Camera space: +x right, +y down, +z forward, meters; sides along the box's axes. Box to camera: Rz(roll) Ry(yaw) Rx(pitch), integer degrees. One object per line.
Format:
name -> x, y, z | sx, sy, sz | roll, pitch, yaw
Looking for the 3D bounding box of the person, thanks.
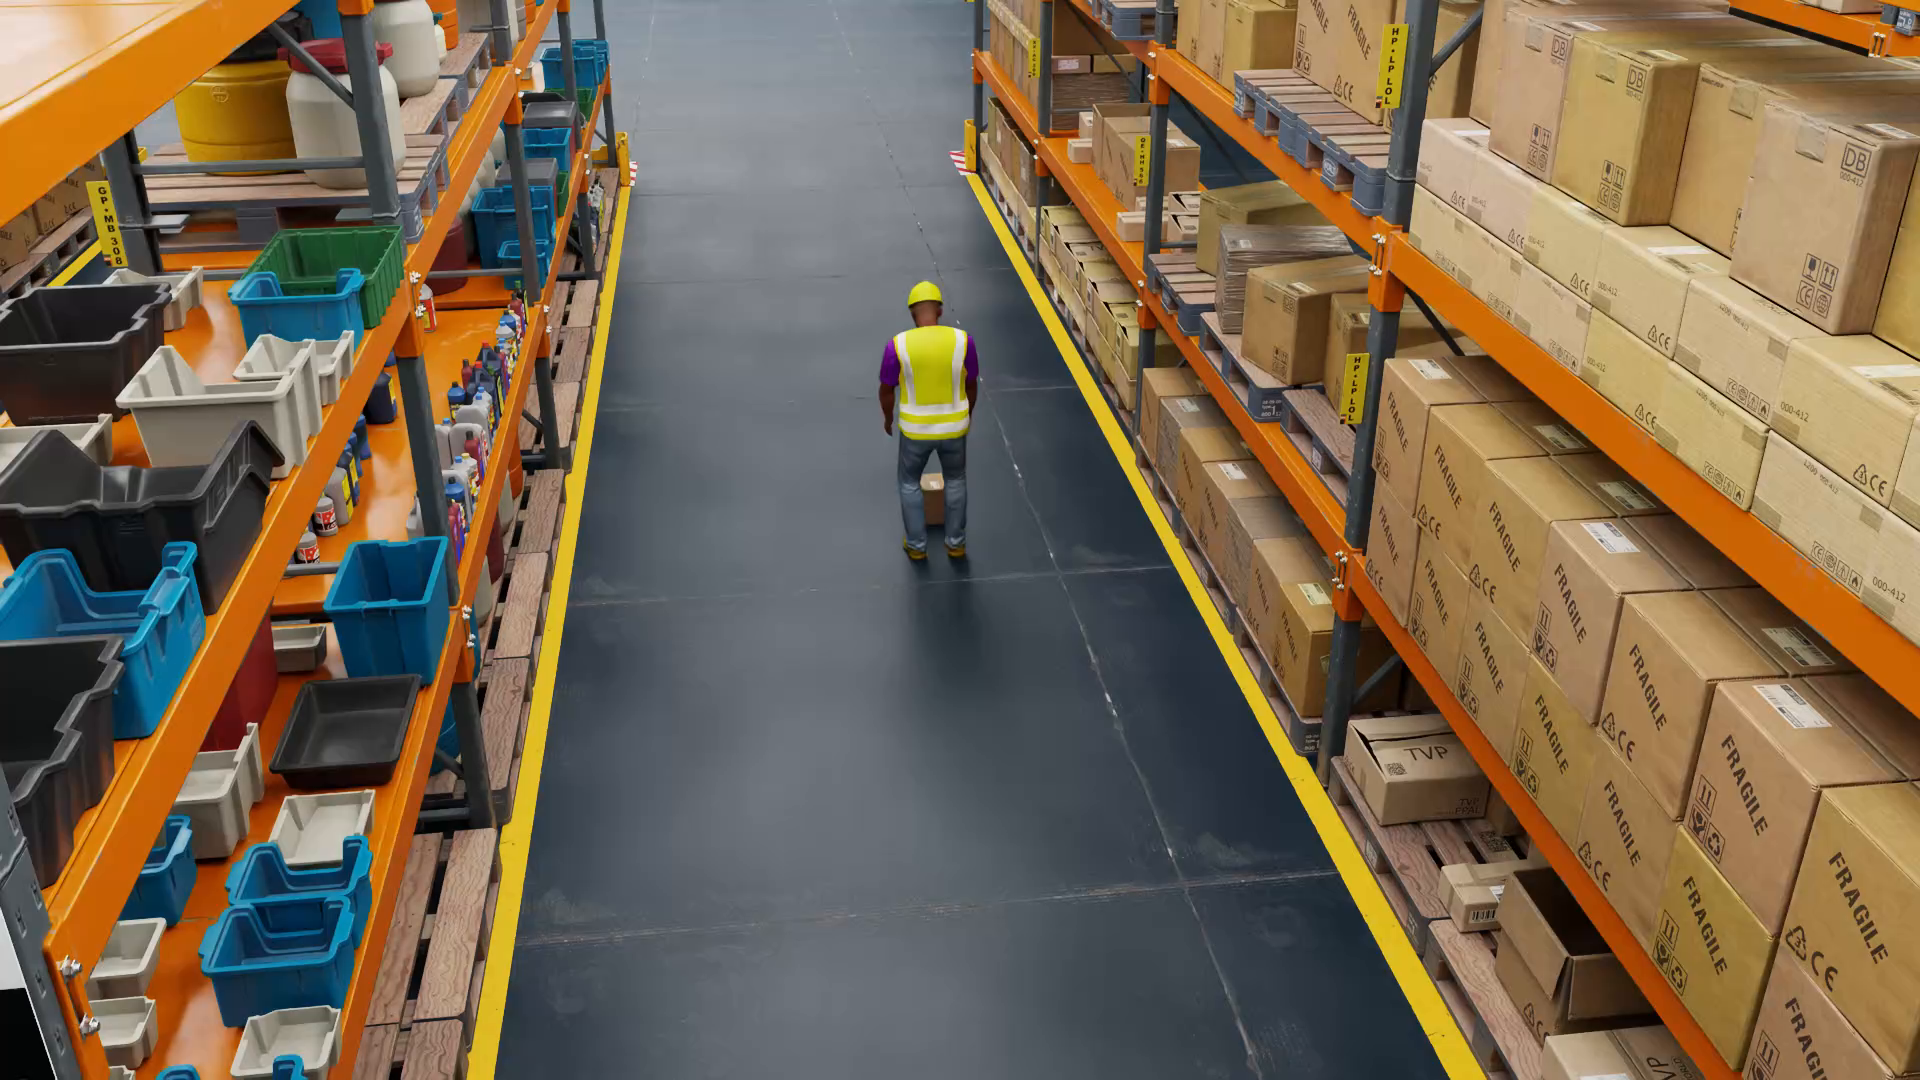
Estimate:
person -> -0.186, -0.677, 10.031 | 0.595, 1.672, 0.434 | -3, 27, -6
